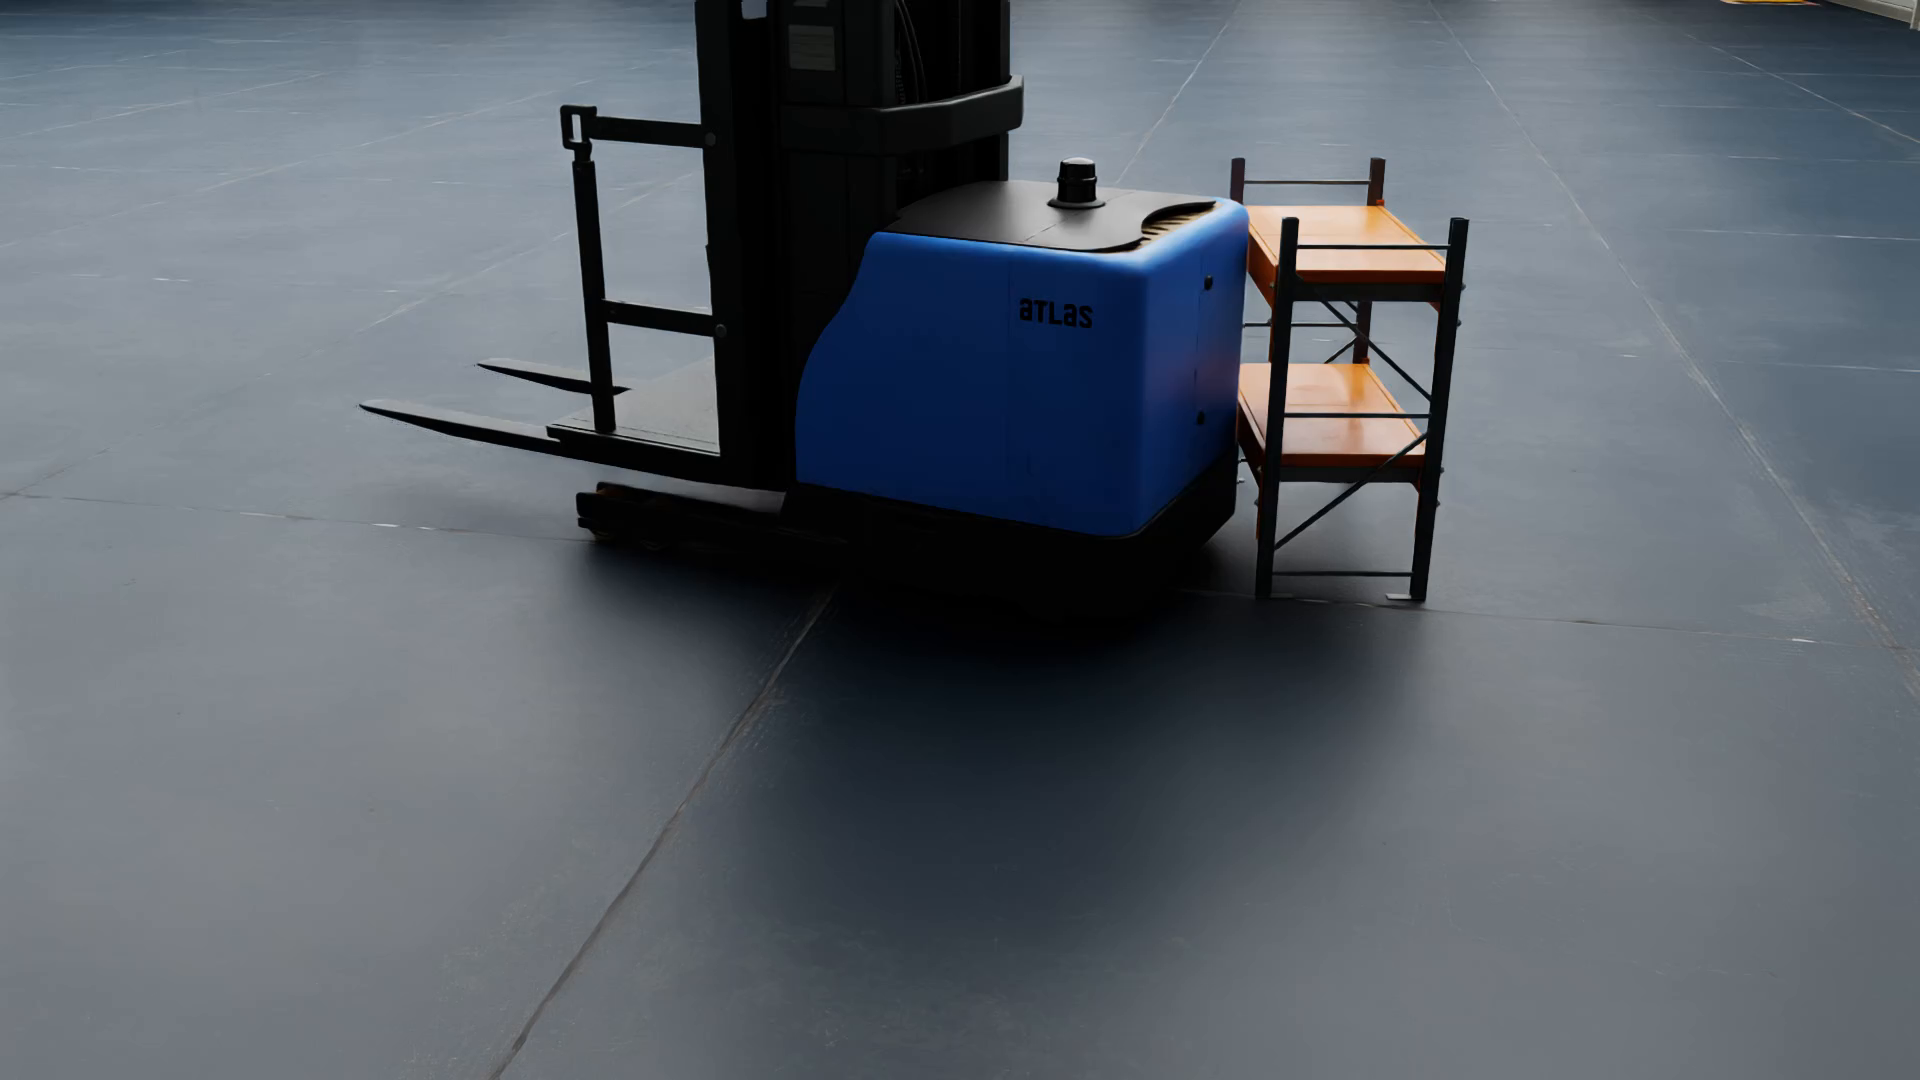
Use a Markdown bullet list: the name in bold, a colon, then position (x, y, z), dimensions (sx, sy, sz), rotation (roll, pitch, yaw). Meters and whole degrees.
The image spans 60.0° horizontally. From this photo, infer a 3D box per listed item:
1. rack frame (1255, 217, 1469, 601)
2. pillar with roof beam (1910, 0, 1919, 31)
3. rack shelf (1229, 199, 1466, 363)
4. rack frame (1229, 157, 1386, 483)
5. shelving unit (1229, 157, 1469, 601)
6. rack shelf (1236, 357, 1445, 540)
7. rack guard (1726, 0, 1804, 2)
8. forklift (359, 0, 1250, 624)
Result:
- **rack frame**: position (1.126, -0.350, 4.718), dimensions (0.500, 1.125, 0.032), rotation (0, 22, 1)
- **pillar with roof beam**: position (8.856, -11.401, 21.617), dimensions (9.100, 9.000, 0.400), rotation (4, 22, 11)
- **rack shelf**: position (1.134, -0.812, 5.080), dimensions (0.538, 0.278, 1.000), rotation (0, 22, 1)
- **rack frame**: position (1.142, -0.730, 5.661), dimensions (0.500, 1.125, 0.032), rotation (0, 22, 1)
- **shelving unit**: position (1.134, -0.540, 5.190), dimensions (0.538, 1.125, 1.048), rotation (0, 22, 1)
- **rack shelf**: position (1.134, -0.314, 5.281), dimensions (0.538, 0.278, 1.000), rotation (0, 22, 1)
- **rack guard**: position (13.266, -9.130, 27.355), dimensions (1.175, 0.500, 0.348), rotation (4, 22, 11)
- **forklift**: position (-0.657, -1.492, 5.134), dimensions (3.031, 2.935, 1.130), rotation (11, 24, 25)
